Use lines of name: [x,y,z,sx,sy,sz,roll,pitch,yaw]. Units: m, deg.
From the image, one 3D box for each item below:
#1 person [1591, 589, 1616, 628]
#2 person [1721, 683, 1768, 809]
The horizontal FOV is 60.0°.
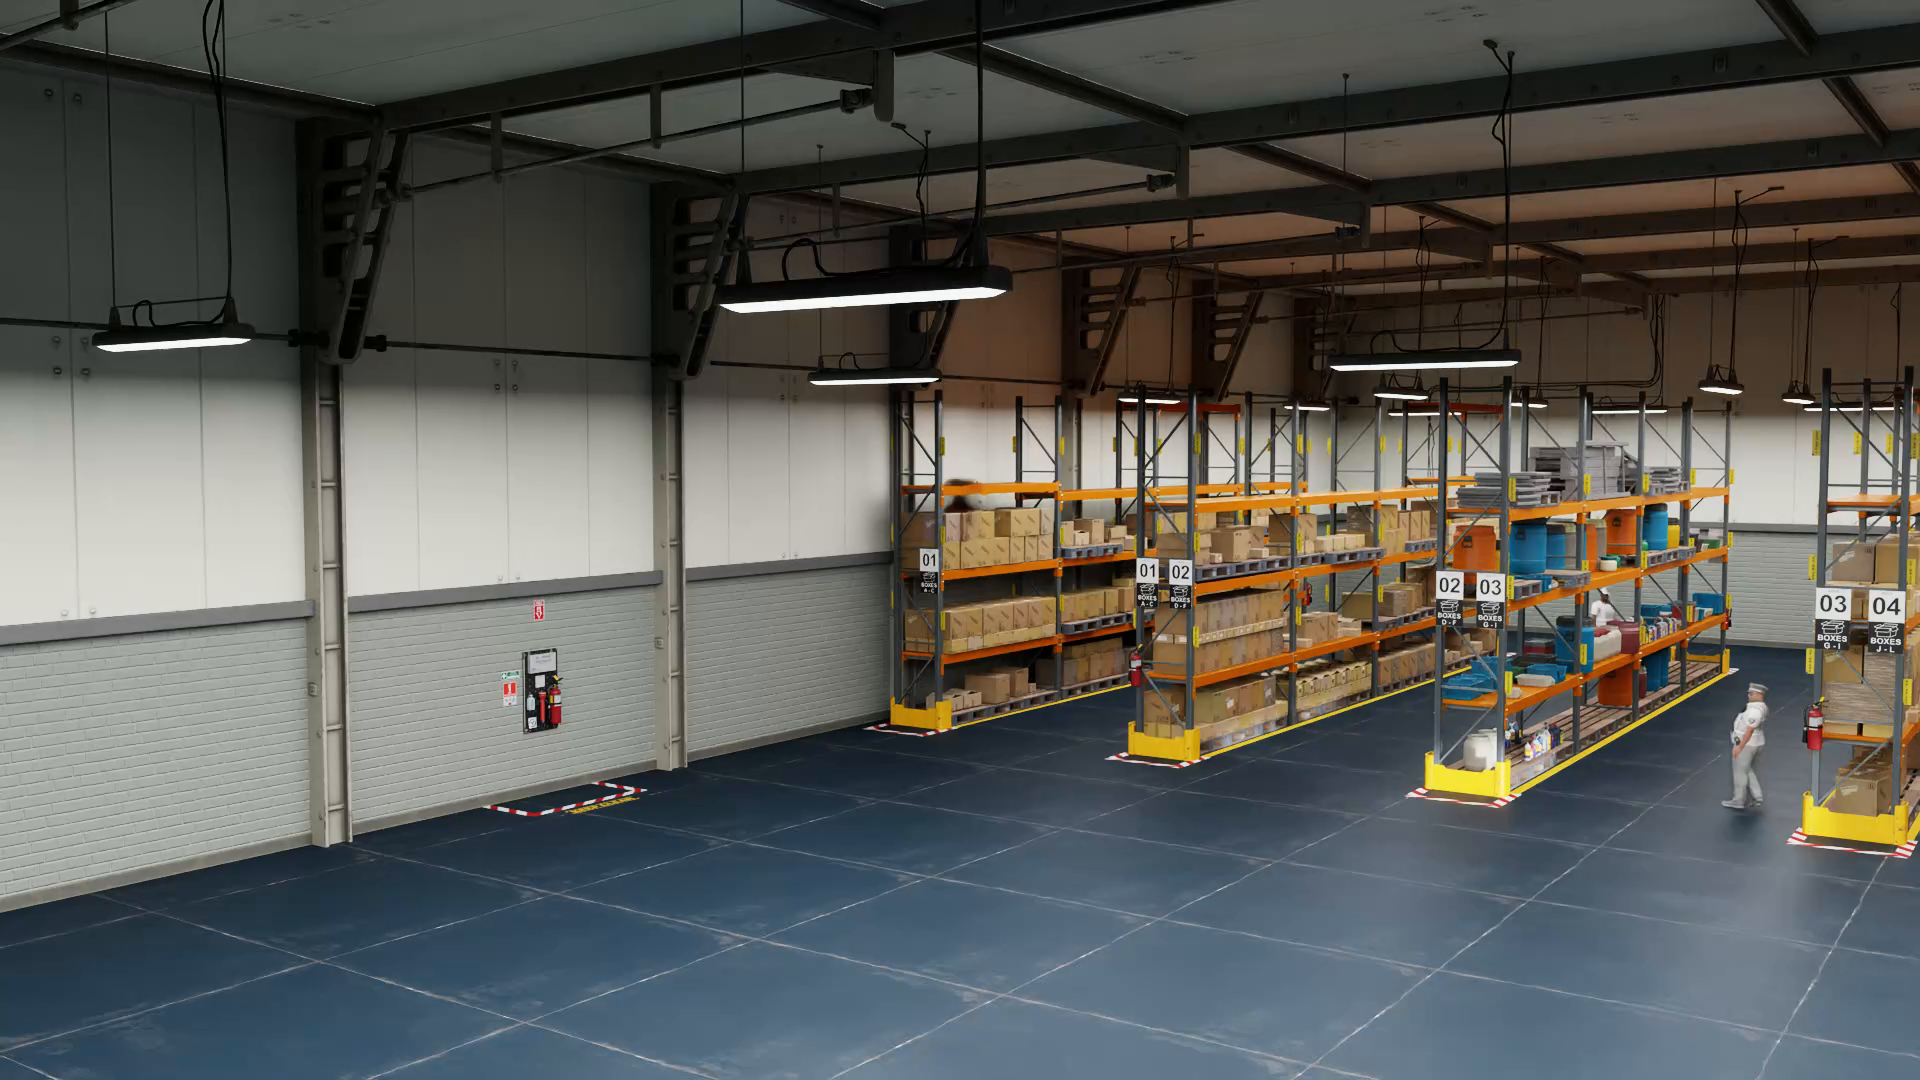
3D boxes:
person: [14.690,1.992,37.893,0.644,1.779,0.415,-1,3,-22]
person: [10.820,2.837,22.912,0.615,1.781,0.567,-3,4,-41]
